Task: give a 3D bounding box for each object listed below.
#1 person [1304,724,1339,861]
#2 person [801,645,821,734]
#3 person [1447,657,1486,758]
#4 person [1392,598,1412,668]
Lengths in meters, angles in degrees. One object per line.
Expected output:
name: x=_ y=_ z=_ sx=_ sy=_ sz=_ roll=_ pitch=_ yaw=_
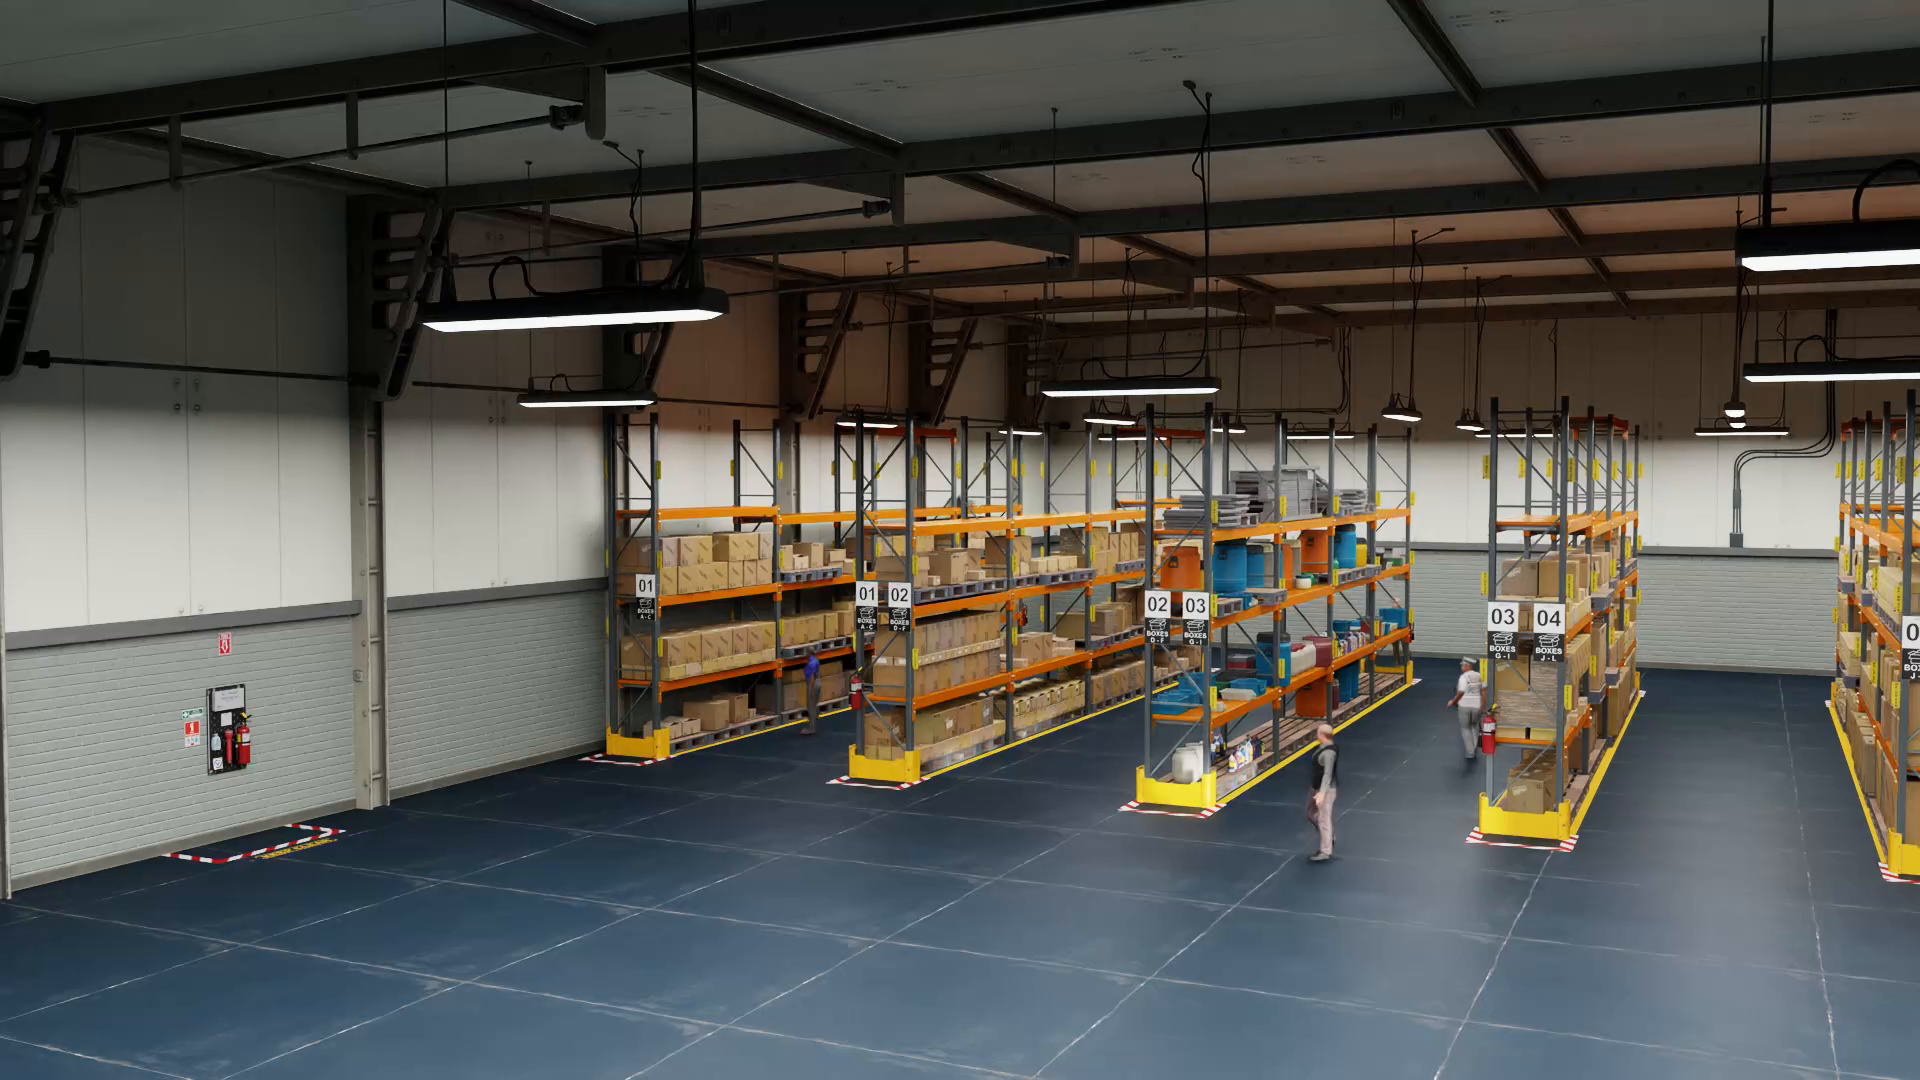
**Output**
person: x=4.680 y=3.226 z=21.458 sx=0.474 sy=1.723 sz=0.624 roll=0 pitch=2 yaw=-3
person: x=-2.851 y=2.837 z=31.667 sx=0.384 sy=1.666 sz=0.500 roll=0 pitch=2 yaw=1
person: x=8.889 y=2.953 z=29.000 sx=0.650 sy=1.842 sz=0.545 roll=0 pitch=2 yaw=-9
person: x=11.037 y=2.361 z=41.688 sx=0.720 sy=1.800 sz=0.444 roll=1 pitch=3 yaw=30
